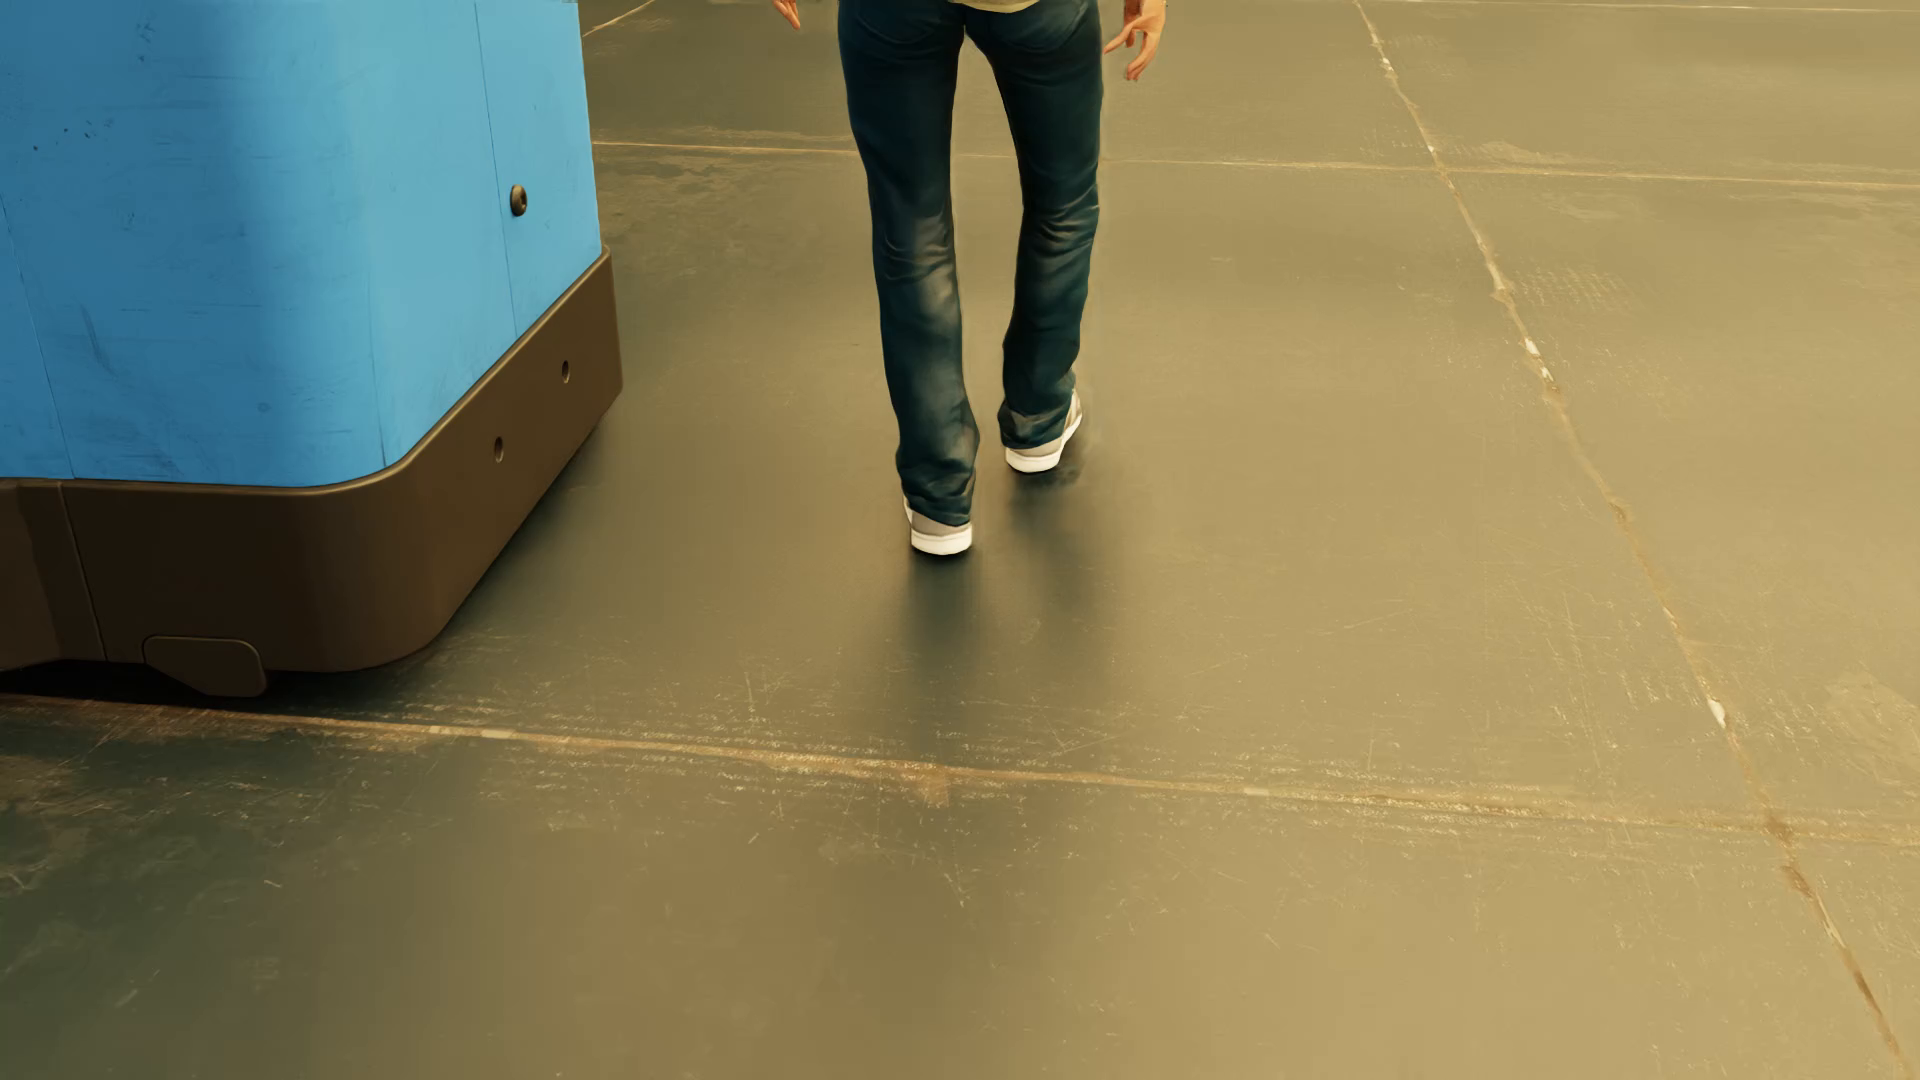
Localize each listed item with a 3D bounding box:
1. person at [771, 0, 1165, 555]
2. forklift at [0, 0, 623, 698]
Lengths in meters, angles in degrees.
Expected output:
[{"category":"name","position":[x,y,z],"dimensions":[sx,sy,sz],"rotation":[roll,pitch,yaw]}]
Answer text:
[{"category":"person","position":[-0.002,-0.789,2.324],"dimensions":[0.566,1.575,0.603],"rotation":[1,27,2]},{"category":"forklift","position":[-2.127,-1.378,1.978],"dimensions":[3.031,2.935,1.130],"rotation":[2,27,5]}]
